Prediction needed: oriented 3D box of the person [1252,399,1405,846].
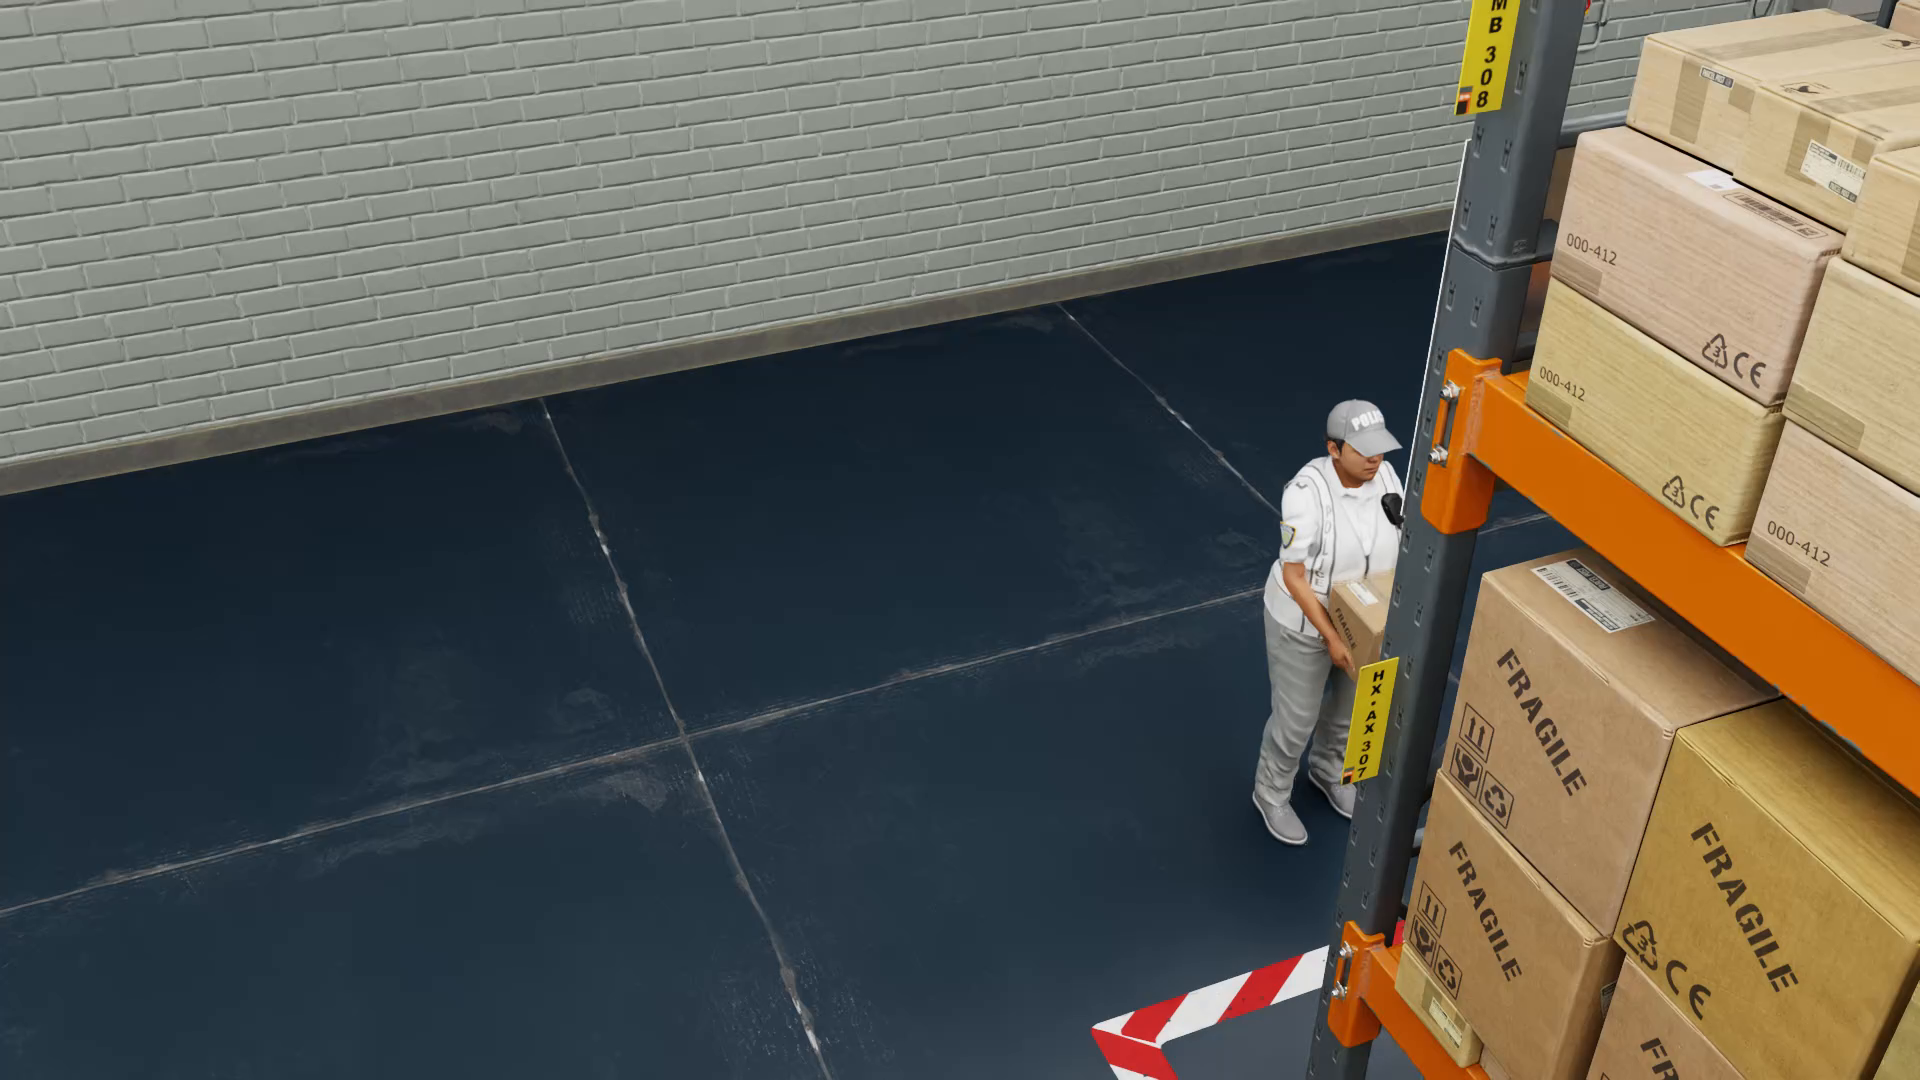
[{"bbox_3d":[1.301,0.304,5.680,0.471,1.664,0.536,-13,36,-19],"label":"person"}]
